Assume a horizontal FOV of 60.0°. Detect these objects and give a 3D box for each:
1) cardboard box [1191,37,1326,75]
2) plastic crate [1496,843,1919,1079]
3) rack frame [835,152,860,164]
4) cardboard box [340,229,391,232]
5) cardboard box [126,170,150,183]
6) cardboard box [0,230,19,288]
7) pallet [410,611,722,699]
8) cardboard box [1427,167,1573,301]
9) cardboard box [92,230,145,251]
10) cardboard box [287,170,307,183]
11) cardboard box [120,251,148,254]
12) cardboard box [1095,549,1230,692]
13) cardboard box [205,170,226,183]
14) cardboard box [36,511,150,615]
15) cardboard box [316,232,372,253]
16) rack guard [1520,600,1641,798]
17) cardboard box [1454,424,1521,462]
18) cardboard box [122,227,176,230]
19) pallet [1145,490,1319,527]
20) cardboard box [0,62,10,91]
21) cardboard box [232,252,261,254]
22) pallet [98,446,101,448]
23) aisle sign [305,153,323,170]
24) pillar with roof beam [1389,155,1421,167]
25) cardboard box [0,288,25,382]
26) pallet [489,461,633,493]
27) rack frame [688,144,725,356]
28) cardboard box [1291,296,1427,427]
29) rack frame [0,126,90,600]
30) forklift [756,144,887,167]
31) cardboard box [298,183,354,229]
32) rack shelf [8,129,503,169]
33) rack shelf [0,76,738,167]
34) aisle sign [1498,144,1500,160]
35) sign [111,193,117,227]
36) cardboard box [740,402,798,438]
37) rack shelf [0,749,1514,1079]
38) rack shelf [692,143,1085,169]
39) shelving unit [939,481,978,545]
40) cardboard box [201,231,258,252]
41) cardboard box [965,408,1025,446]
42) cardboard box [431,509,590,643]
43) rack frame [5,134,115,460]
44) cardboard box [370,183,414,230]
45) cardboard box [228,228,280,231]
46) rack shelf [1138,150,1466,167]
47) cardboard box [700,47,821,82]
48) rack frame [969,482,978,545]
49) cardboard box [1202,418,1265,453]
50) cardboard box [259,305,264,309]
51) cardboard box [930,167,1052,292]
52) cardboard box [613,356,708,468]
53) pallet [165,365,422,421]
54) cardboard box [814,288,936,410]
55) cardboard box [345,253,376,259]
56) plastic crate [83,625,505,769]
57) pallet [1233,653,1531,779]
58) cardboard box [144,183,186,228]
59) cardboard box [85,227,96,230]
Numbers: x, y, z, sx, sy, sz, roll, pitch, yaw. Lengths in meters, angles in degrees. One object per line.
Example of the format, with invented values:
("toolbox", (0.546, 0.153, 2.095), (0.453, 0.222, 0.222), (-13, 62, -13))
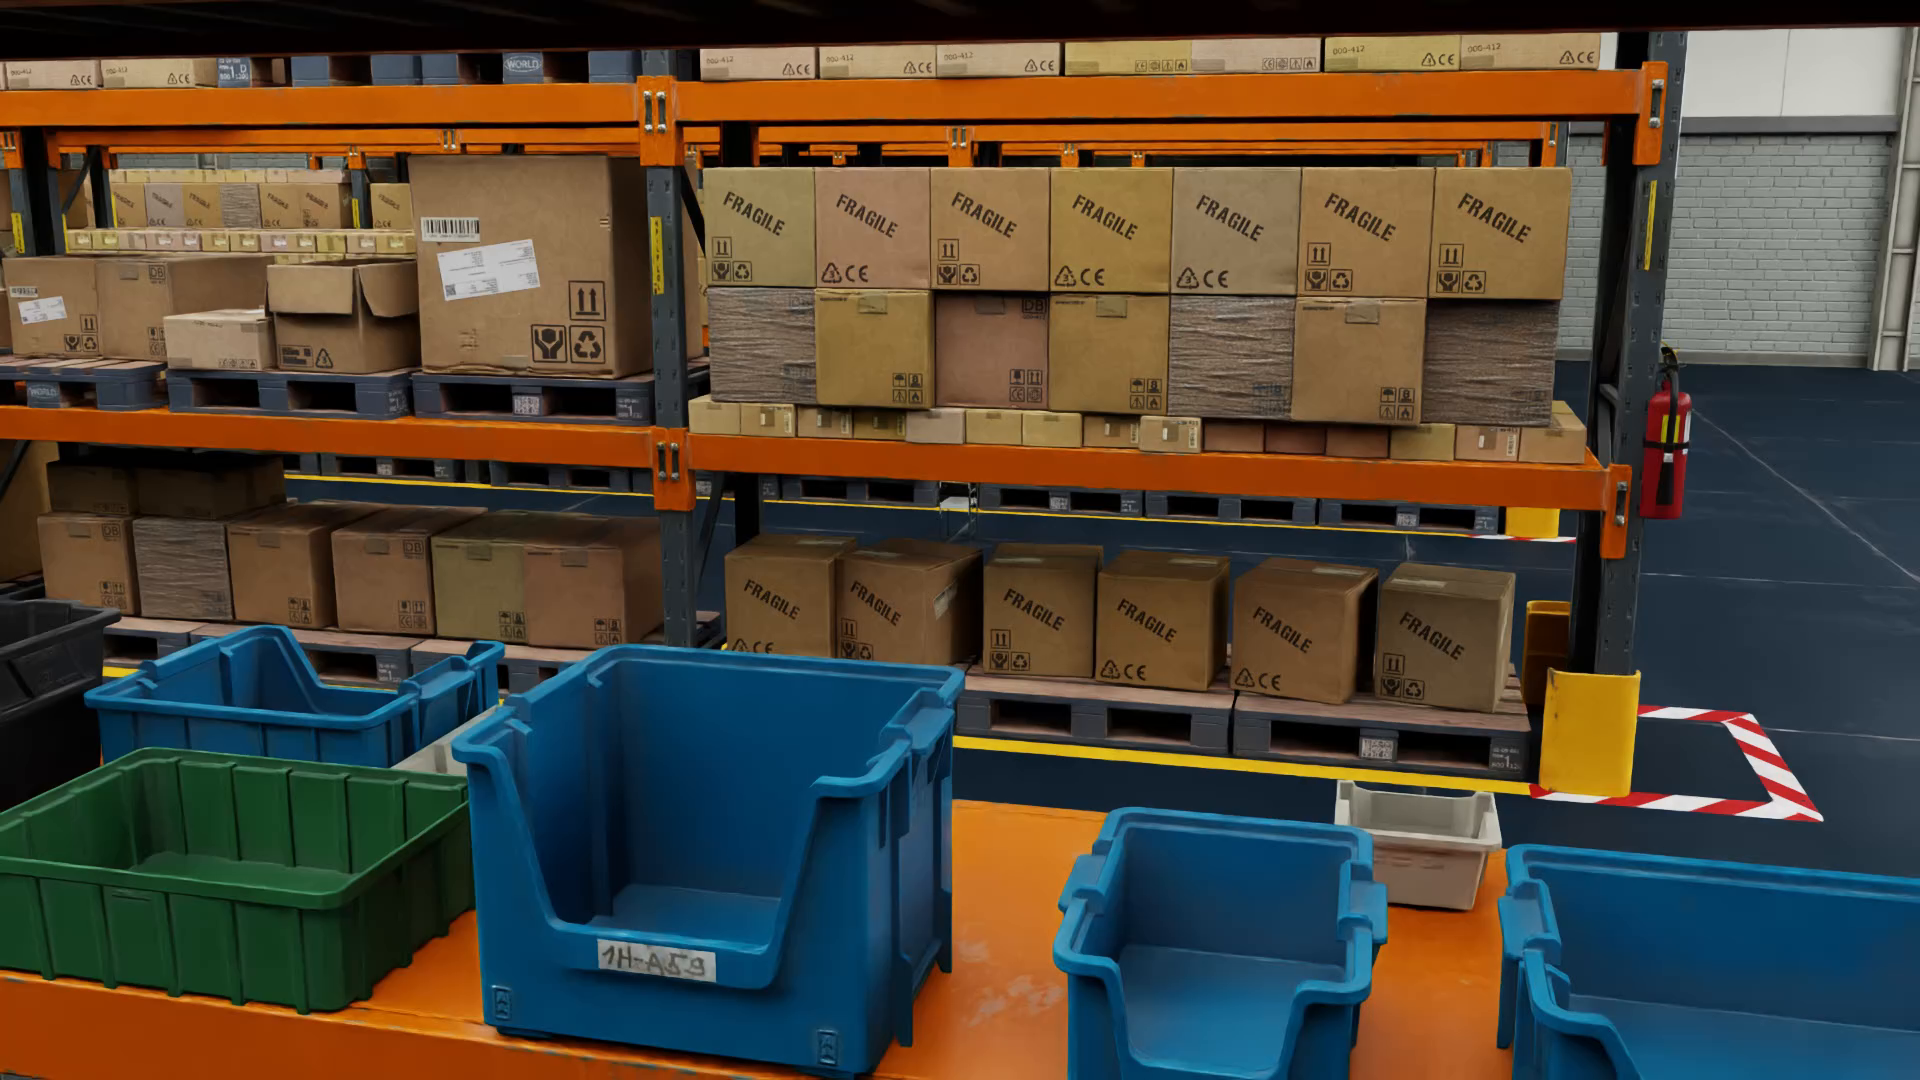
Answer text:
("cardboard box", (1.205, -1.981, 6.658), (0.500, 0.250, 0.500), (3, 13, 15))
("plastic crate", (0.970, 0.587, 2.008), (0.616, 0.251, 0.499), (3, 13, 14))
("rack frame", (-1.493, -4.108, 22.823), (0.127, 3.000, 1.000), (3, 13, 14))
("cardboard box", (-4.924, -2.496, 13.795), (0.250, 0.149, 0.380), (3, 13, 11))
("cardboard box", (-9.411, -4.210, 19.246), (0.250, 0.149, 0.380), (3, 13, 12))
("cardboard box", (-8.187, -2.385, 14.140), (0.500, 0.500, 0.500), (3, 13, 14))
("pallet", (-1.925, 0.549, 8.271), (1.213, 0.211, 1.003), (3, 13, 14))
("cardboard box", (2.121, -1.223, 6.596), (0.500, 0.500, 0.500), (3, 13, 14))
("cardboard box", (-6.857, -2.454, 13.605), (0.250, 0.149, 0.380), (3, 13, 14))
("cardboard box", (-7.407, -4.125, 18.866), (0.250, 0.149, 0.380), (3, 13, 14))
("cardboard box", (-6.622, -2.296, 13.580), (0.250, 0.149, 0.380), (2, 13, 11))
("cardboard box", (0.920, 0.355, 7.512), (0.500, 0.500, 0.500), (4, 13, 19))
("cardboard box", (-8.405, -4.163, 19.036), (0.250, 0.149, 0.380), (3, 13, 14))
("cardboard box", (-4.397, 0.056, 8.810), (0.500, 0.500, 0.700), (2, 13, 11))
("cardboard box", (-4.849, -2.346, 13.121), (0.250, 0.149, 0.380), (3, 13, 15))
("rack guard", (2.641, 0.652, 7.141), (0.348, 0.500, 1.175), (3, 13, 14))
("cardboard box", (2.146, -0.426, 6.810), (0.250, 0.149, 0.380), (3, 13, 14))
("cardboard box", (-6.952, -2.604, 14.284), (0.250, 0.149, 0.380), (3, 13, 12))
("pallet", (2.025, -0.330, 12.233), (1.213, 0.211, 1.003), (3, 13, 14))
("cardboard box", (-4.657, -2.293, 8.064), (0.500, 0.250, 0.500), (3, 13, 15))
("cardboard box", (-5.608, -2.241, 13.335), (0.250, 0.149, 0.380), (3, 13, 15))
("pallet", (-8.310, -0.891, 14.763), (1.213, 0.211, 1.003), (3, 13, 14))
("aisle sign", (-9.396, -5.734, 24.150), (0.004, 0.787, 0.394), (3, 13, 14))
("pillar with roof beam", (4.783, -5.942, 17.238), (0.400, 9.000, 9.100), (3, 13, 14))
("cardboard box", (-5.459, -1.111, 9.085), (0.500, 0.500, 0.500), (3, 13, 15))
("pallet", (-3.019, -0.599, 13.448), (1.213, 0.211, 1.003), (3, 13, 14))
("rack frame", (-2.678, -3.064, 18.117), (0.127, 3.000, 1.000), (3, 13, 14))
("cardboard box", (1.673, -0.794, 6.968), (0.500, 0.500, 0.875), (3, 13, 14))
("rack frame", (-5.053, -0.980, 8.724), (0.127, 3.000, 1.000), (3, 13, 14))
("forklift", (-1.278, -2.454, 15.529), (1.130, 2.935, 3.031), (-3, 13, -15))
("cardboard box", (-7.086, -3.775, 18.782), (0.500, 0.500, 0.500), (3, 13, 13))
("rack shelf", (-5.708, -3.234, 13.623), (4.000, 0.370, 1.077), (3, 13, 14))
("rack shelf", (-3.111, -1.989, 8.009), (4.000, 0.370, 1.077), (3, 13, 14))
("aisle sign", (5.079, -3.853, 15.675), (0.004, 0.787, 0.394), (3, 13, 14))
("sign", (-7.520, -2.907, 14.739), (0.005, 0.325, 0.100), (3, 13, 14))
("cardboard box", (-0.793, -0.559, 7.410), (0.250, 0.149, 0.380), (3, 13, 14))
("rack shelf", (-0.414, 0.655, 2.689), (3.687, 0.071, 0.831), (3, 13, 14))
("rack shelf", (-0.736, -4.073, 17.402), (4.000, 0.370, 1.077), (3, 13, 14))
("shelving unit", (-0.008, -0.440, 11.138), (0.210, 0.900, 0.258), (3, 13, 14))
("cardboard box", (-5.859, -2.401, 13.365), (0.250, 0.149, 0.380), (3, 13, 15))
("cardboard box", (0.187, -0.515, 7.211), (0.250, 0.149, 0.380), (3, 13, 14))
("cardboard box", (-2.219, 0.168, 8.305), (0.500, 0.500, 0.700), (3, 13, 13))
("rack frame", (-7.650, -2.225, 14.337), (0.127, 3.000, 1.000), (3, 13, 14))
("cardboard box", (-6.203, -3.725, 18.558), (0.500, 0.500, 0.500), (3, 13, 14))
("cardboard box", (-5.948, -2.550, 14.040), (0.250, 0.149, 0.380), (2, 13, 11))
("rack shelf", (4.333, -4.909, 21.172), (4.000, 0.370, 1.077), (3, 13, 14))
("cardboard box", (-0.794, -2.086, 7.132), (0.500, 0.250, 0.500), (3, 13, 11))
("rack frame", (0.091, -0.434, 11.114), (0.006, 0.900, 0.240), (3, 13, 14))
("cardboard box", (1.171, -0.475, 7.028), (0.250, 0.149, 0.380), (3, 13, 14))
("cardboard box", (-3.369, -1.089, 8.559), (0.258, 0.266, 0.396), (3, 13, 12))
("cardboard box", (0.178, -1.326, 7.058), (0.500, 0.500, 0.500), (3, 13, 14))
("cardboard box", (-2.347, -1.029, 13.171), (0.750, 0.750, 1.050), (3, 13, 14))
("pallet", (-3.121, -0.792, 8.321), (1.213, 0.211, 1.003), (3, 13, 14))
("cardboard box", (-0.270, -0.896, 7.431), (0.500, 0.500, 0.875), (3, 13, 14))
("cardboard box", (-4.614, -2.188, 13.096), (0.250, 0.149, 0.380), (4, 13, 16))
("plastic crate", (-1.216, 0.342, 3.109), (0.616, 0.251, 0.499), (3, 13, 14))
("pallet", (1.860, 0.743, 7.396), (1.213, 0.211, 1.003), (3, 13, 14))
("cardboard box", (-9.042, -3.881, 19.260), (0.500, 0.500, 0.500), (3, 13, 13))
("cardboard box", (-10.048, -3.442, 19.593), (0.500, 0.500, 0.500), (3, 13, 13))
